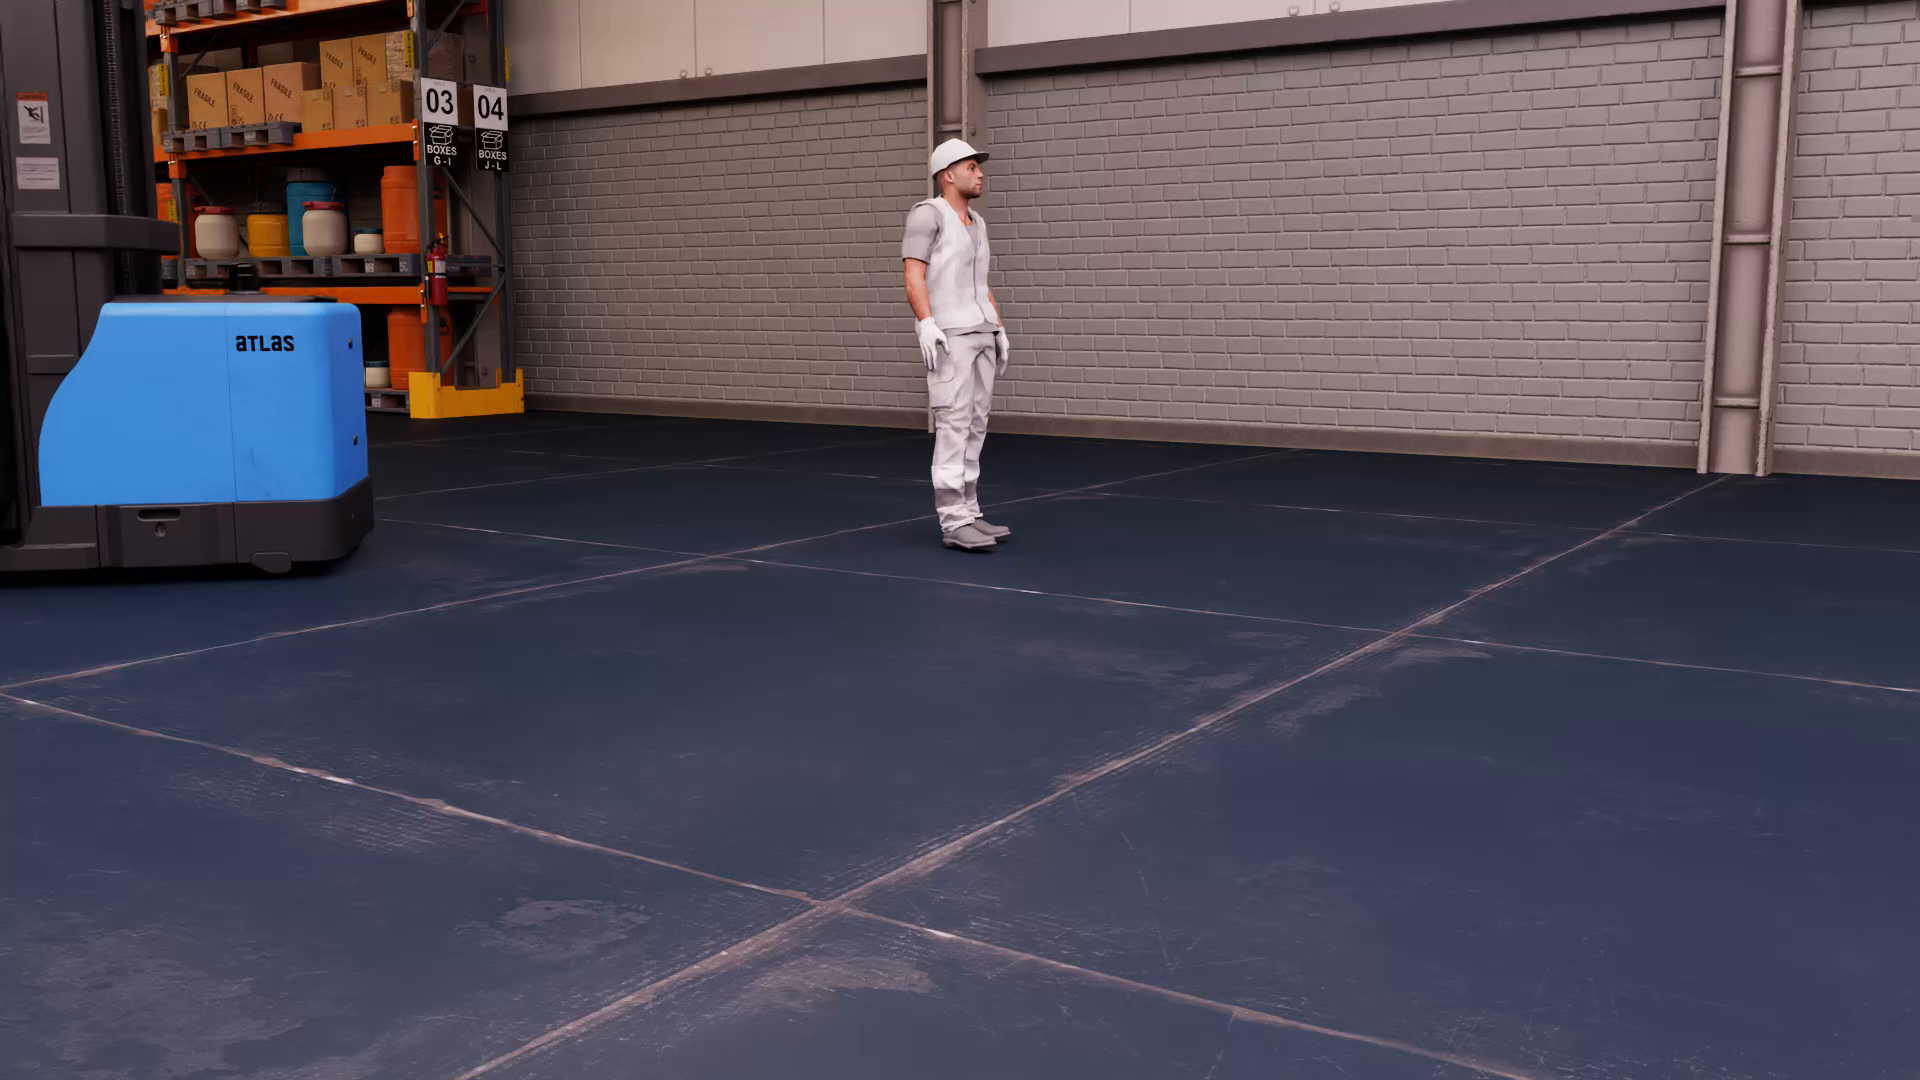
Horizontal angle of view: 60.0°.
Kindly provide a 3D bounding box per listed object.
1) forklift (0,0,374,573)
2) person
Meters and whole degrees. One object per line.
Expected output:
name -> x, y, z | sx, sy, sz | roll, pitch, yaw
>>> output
forklift -> -4.021, -1.329, 6.536 | 3.031, 2.935, 1.130 | -2, 8, -11
person -> 0.060, -0.885, 7.422 | 0.562, 1.790, 0.637 | 5, 10, 34
